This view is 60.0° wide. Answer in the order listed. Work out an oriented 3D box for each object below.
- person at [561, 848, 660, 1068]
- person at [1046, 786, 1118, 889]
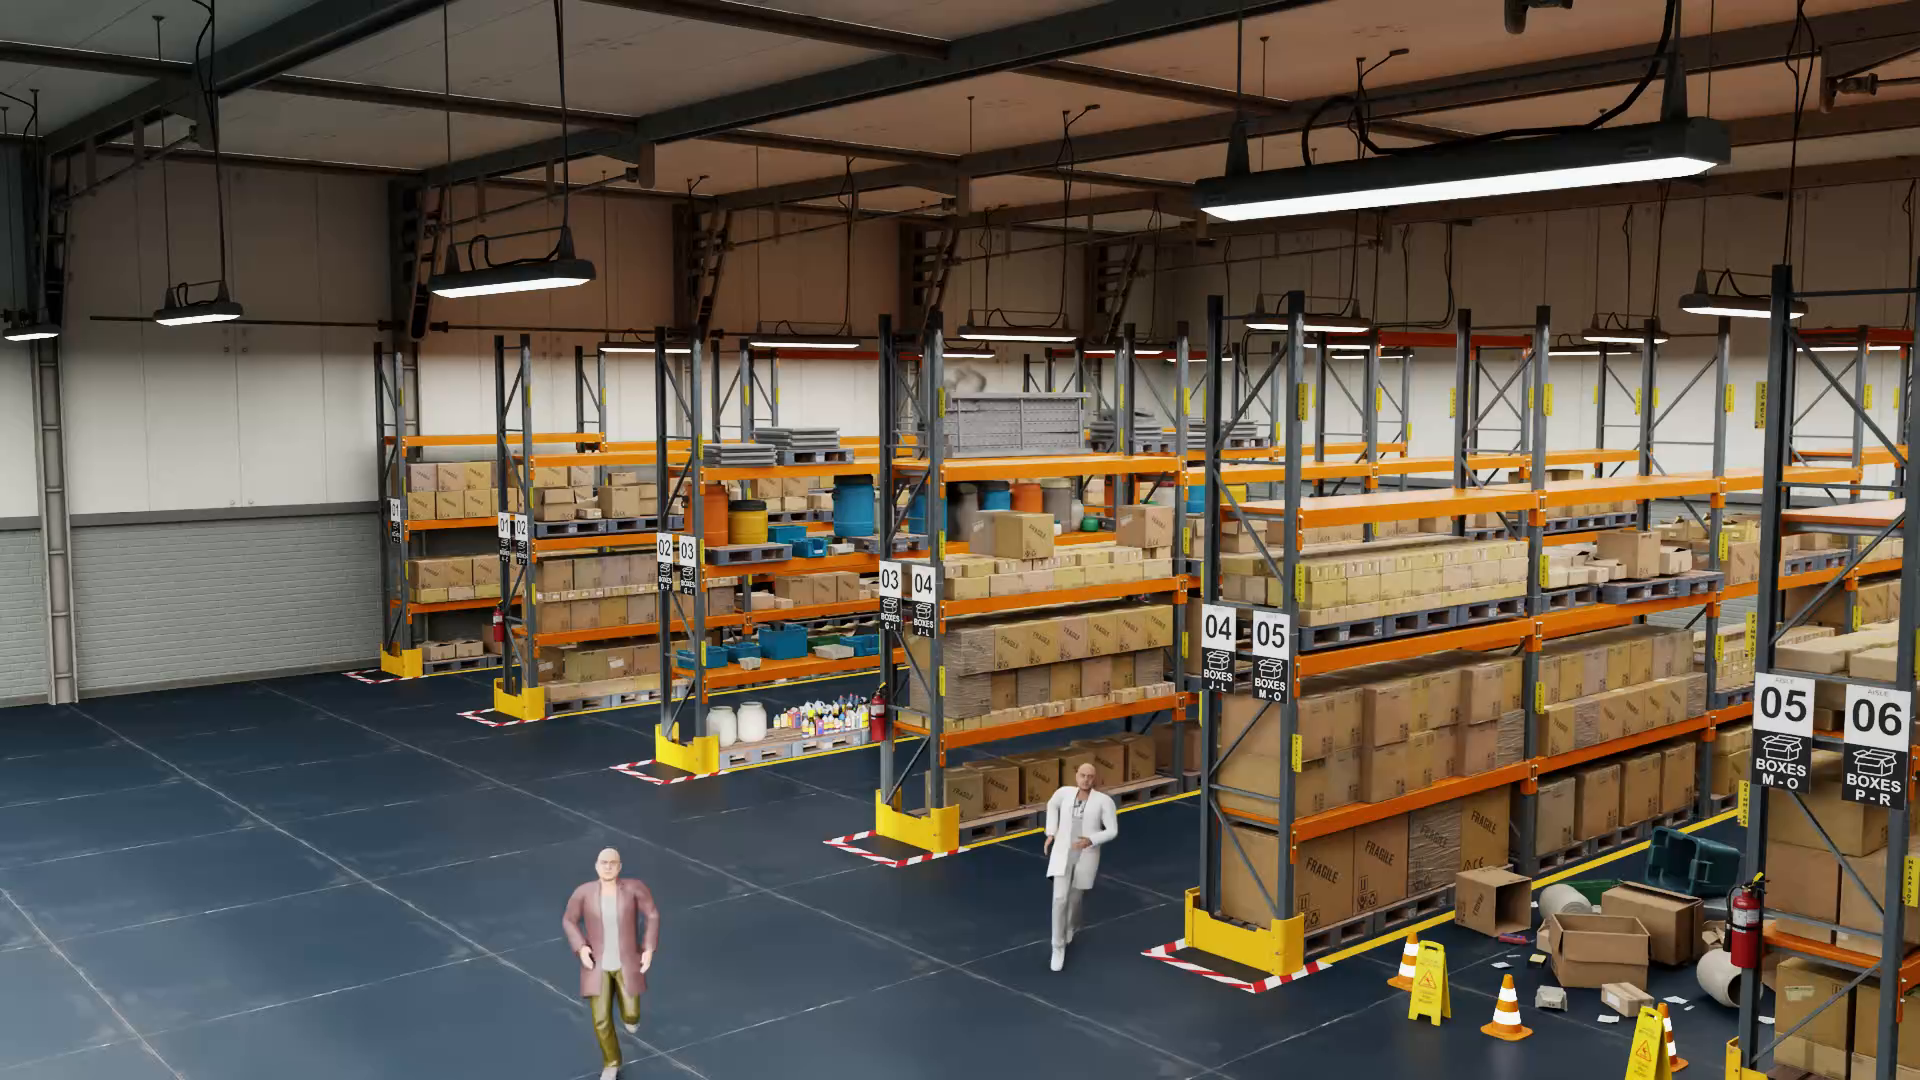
[{"bbox_3d":[-2.633,3.139,12.560,0.729,1.647,0.616,-1,5,-12],"label":"person"},{"bbox_3d":[1.094,2.692,15.089,0.684,0.925,0.606,1,5,11],"label":"person"}]
